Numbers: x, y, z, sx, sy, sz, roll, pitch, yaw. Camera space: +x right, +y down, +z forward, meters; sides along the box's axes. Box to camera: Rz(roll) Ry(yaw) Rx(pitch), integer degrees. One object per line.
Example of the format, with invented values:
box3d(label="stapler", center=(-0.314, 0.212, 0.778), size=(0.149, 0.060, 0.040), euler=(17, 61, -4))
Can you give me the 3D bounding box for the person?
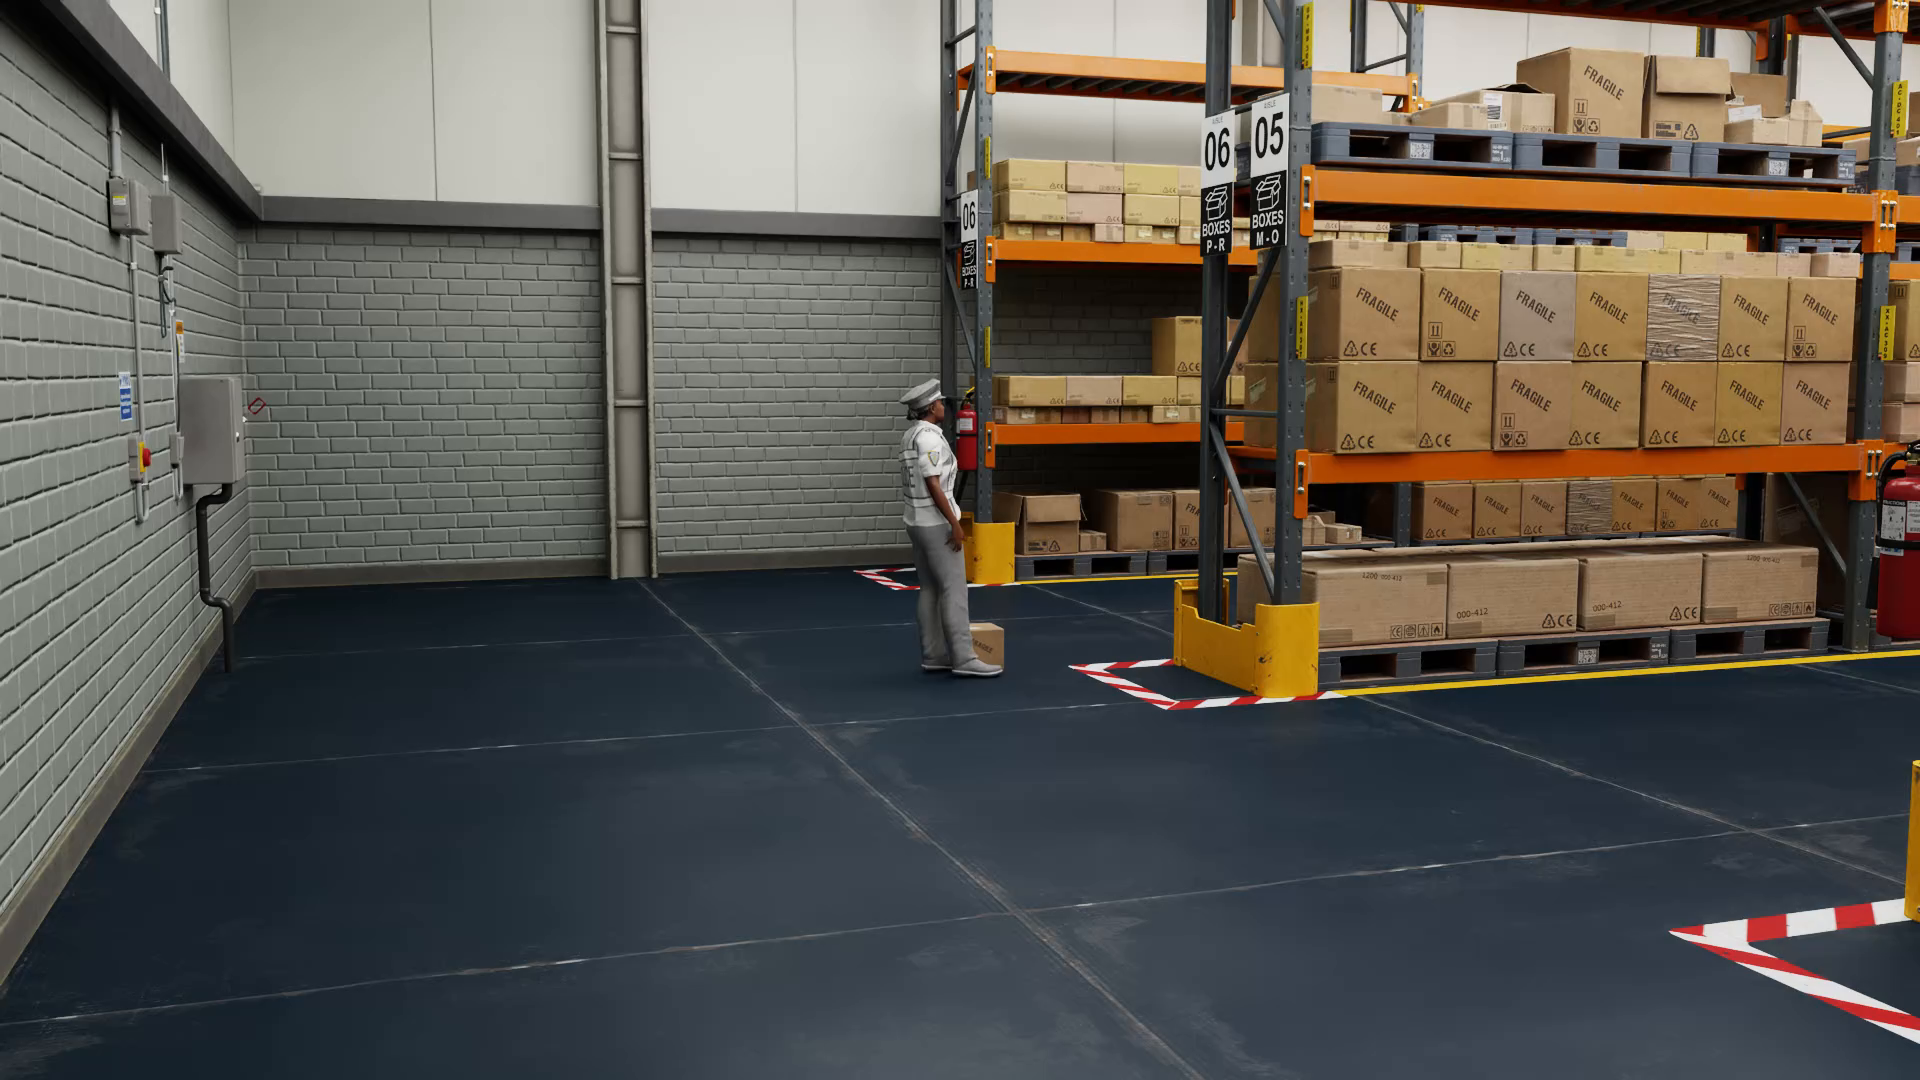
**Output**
box3d(label="person", center=(-0.080, -0.082, 9.614), size=(0.530, 1.695, 0.569), euler=(-2, 6, -19))
